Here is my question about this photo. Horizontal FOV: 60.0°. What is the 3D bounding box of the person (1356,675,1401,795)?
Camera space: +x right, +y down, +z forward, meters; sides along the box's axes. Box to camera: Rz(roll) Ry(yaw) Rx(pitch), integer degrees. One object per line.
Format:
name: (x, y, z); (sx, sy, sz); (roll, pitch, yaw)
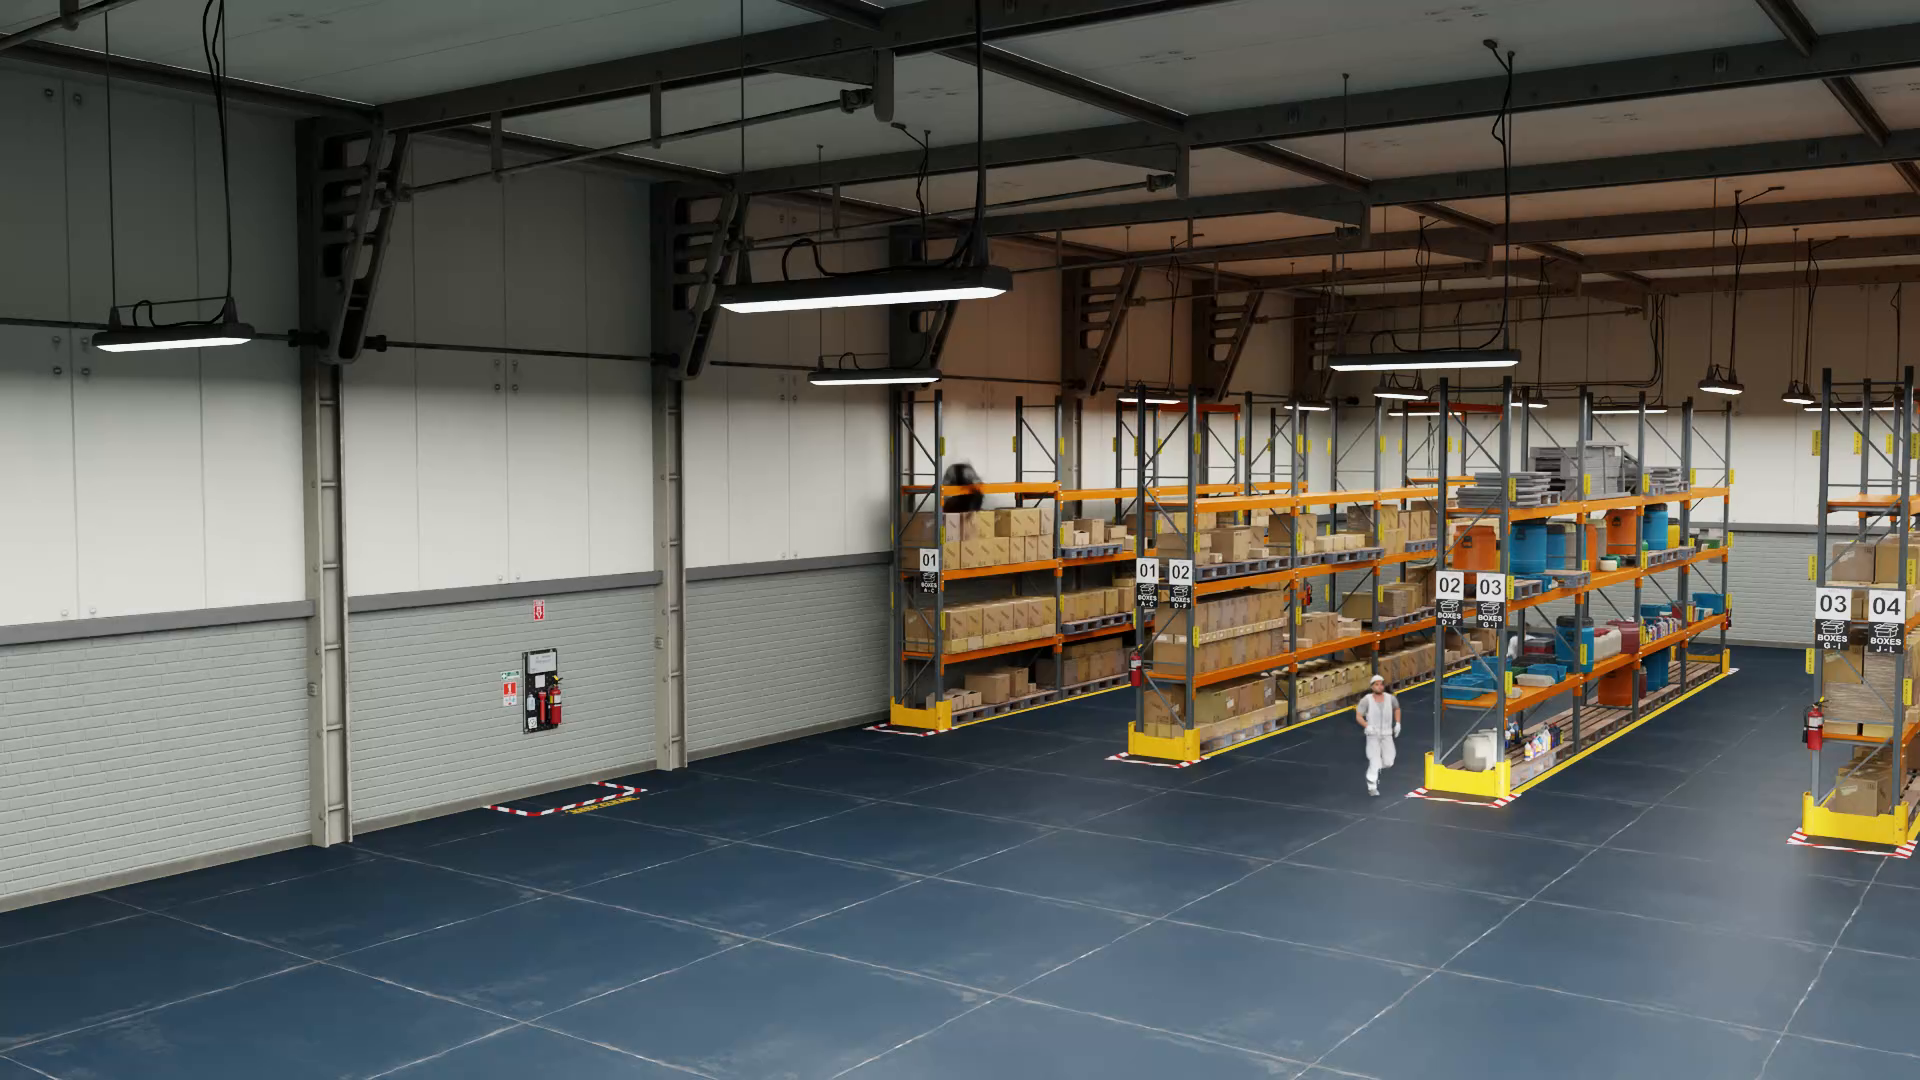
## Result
person: (6.004, 2.800, 23.760); (0.690, 1.746, 0.654); (0, 3, -2)

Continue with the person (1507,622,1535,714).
person: (10.637, 2.397, 31.416); (0.594, 1.753, 0.753); (2, 4, 36)
